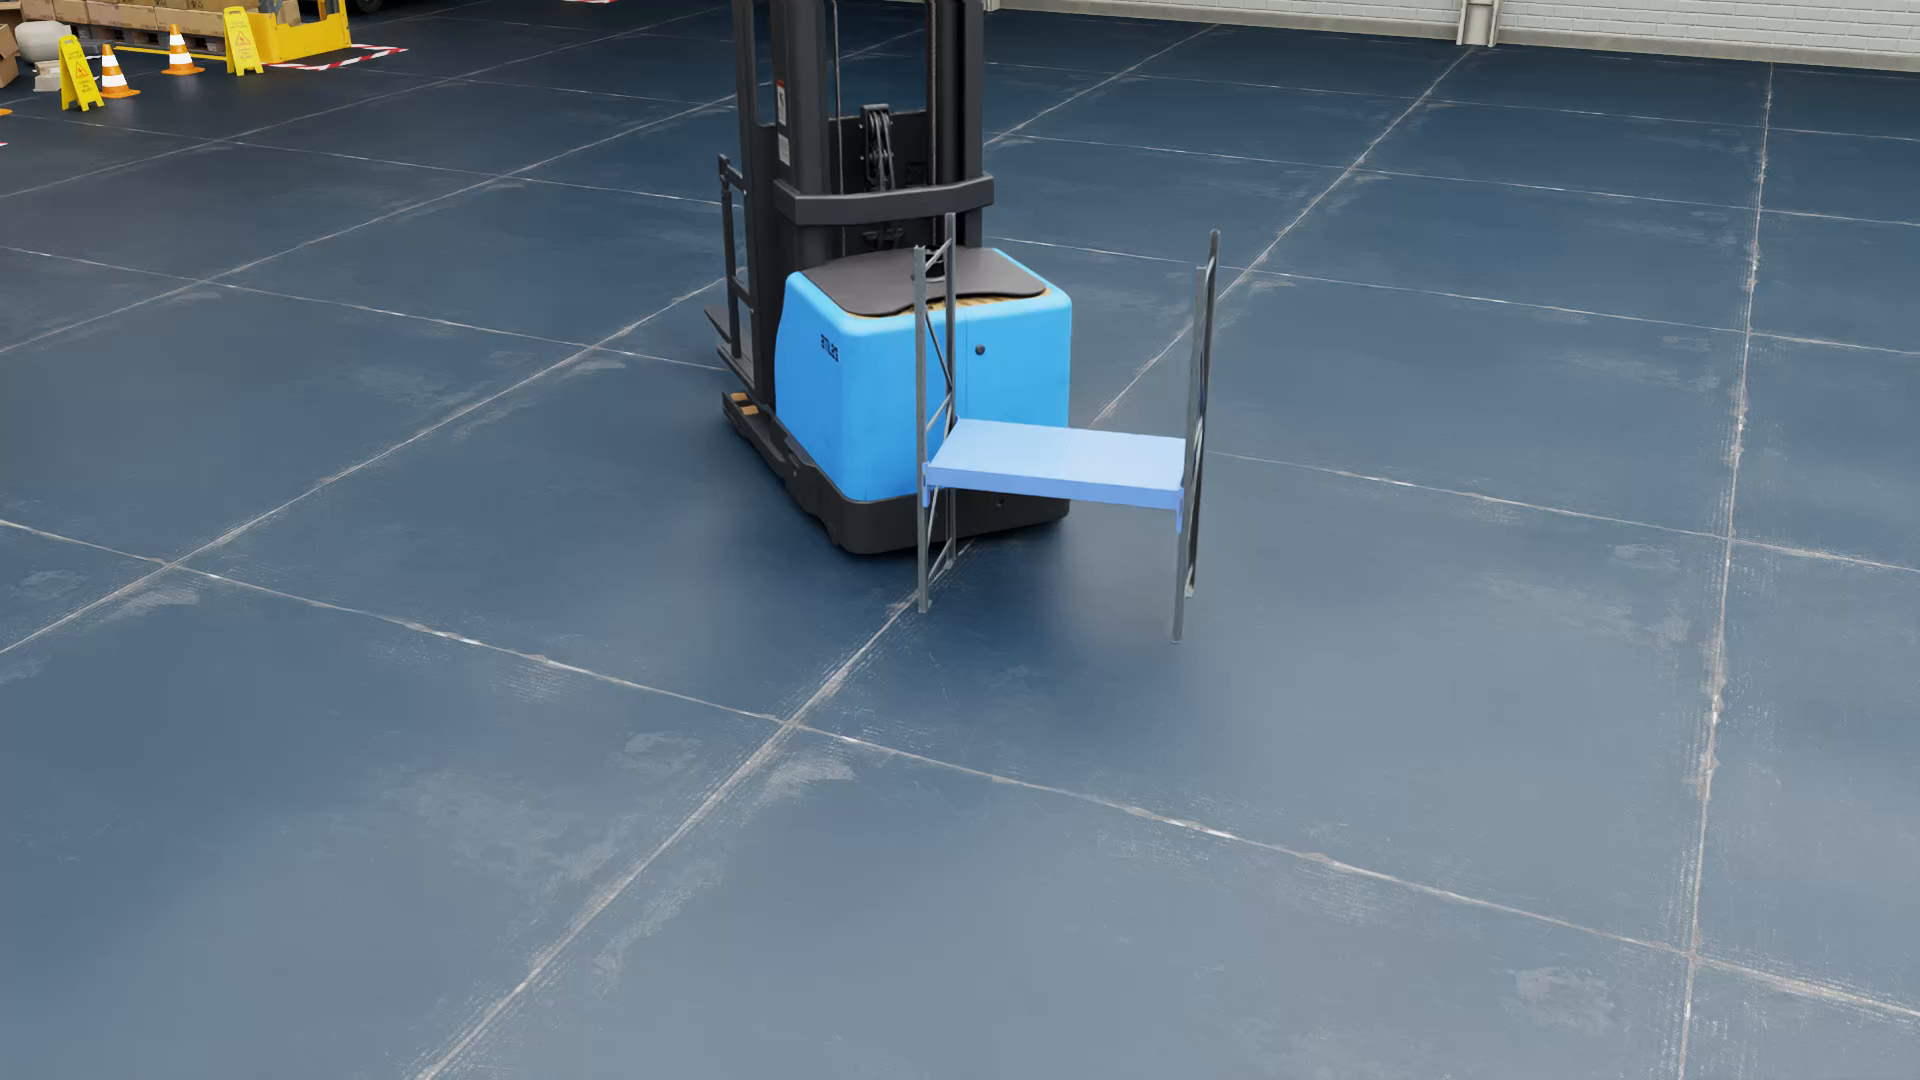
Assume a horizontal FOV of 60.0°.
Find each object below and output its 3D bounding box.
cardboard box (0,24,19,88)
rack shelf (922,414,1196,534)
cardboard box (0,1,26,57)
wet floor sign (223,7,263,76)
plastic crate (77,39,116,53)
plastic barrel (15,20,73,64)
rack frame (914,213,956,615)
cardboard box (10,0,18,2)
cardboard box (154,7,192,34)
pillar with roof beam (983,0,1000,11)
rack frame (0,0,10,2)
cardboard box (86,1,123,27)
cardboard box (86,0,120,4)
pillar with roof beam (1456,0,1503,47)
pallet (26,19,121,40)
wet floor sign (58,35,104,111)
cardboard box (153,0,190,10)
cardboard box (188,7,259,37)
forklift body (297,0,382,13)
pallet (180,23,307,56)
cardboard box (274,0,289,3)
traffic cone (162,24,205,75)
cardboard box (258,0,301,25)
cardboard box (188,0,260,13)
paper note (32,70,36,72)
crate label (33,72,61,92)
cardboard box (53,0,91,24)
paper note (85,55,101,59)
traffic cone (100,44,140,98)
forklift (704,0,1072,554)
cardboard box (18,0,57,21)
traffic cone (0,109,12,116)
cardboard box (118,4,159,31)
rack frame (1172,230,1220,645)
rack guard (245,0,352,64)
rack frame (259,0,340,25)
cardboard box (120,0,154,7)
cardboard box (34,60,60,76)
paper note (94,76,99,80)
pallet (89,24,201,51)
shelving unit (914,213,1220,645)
[{"bbox_3d":[-9.635,-4.741,16.311,0.637,0.503,0.797,-7,27,-14],"label":"cardboard box"},{"bbox_3d":[0.402,-0.269,6.505,1.000,0.185,0.538,6,27,12],"label":"rack shelf"},{"bbox_3d":[-10.217,-5.426,17.702,0.500,0.500,0.500,-12,29,-23],"label":"cardboard box"},{"bbox_3d":[-7.258,-5.037,16.750,0.232,0.644,0.267,23,35,39],"label":"wet floor sign"},{"bbox_3d":[-9.540,-5.363,18.052,0.583,0.080,0.402,2,26,4],"label":"plastic crate"},{"bbox_3d":[-9.495,-5.171,17.274,0.512,0.421,0.421,-12,29,-23],"label":"plastic barrel"},{"bbox_3d":[-0.092,-0.483,6.534,0.032,1.500,0.500,6,27,12],"label":"rack frame"},{"bbox_3d":[-11.108,-6.394,19.341,0.625,0.372,0.950,12,29,22],"label":"cardboard box"},{"bbox_3d":[-8.304,-5.651,17.969,0.500,0.250,0.500,11,28,22],"label":"cardboard box"},{"bbox_3d":[-1.518,-8.908,15.155,0.400,9.000,9.100,11,28,22],"label":"pillar with roof beam"},{"bbox_3d":[-10.629,-7.290,18.660,0.127,3.000,1.000,11,28,22],"label":"rack frame"},{"bbox_3d":[-9.229,-5.839,18.351,0.500,0.250,0.500,11,28,21],"label":"cardboard box"},{"bbox_3d":[-9.241,-6.176,18.186,0.500,0.500,0.500,13,29,24],"label":"cardboard box"},{"bbox_3d":[3.944,-7.811,12.927,0.400,9.000,9.100,11,28,22],"label":"pillar with roof beam"},{"bbox_3d":[-10.003,-5.930,19.055,1.213,0.211,1.003,11,28,22],"label":"pallet"},{"bbox_3d":[-8.099,-4.284,15.221,0.232,0.644,0.267,6,27,13],"label":"wet floor sign"},{"bbox_3d":[-8.302,-5.985,17.799,0.500,0.500,0.500,12,29,24],"label":"cardboard box"},{"bbox_3d":[-7.857,-5.557,17.779,0.500,0.250,0.500,11,28,22],"label":"cardboard box"},{"bbox_3d":[-7.418,-7.787,20.632,1.214,2.155,2.313,11,28,22],"label":"forklift body"},{"bbox_3d":[-7.782,-5.484,18.149,1.213,0.211,1.003,11,28,22],"label":"pallet"},{"bbox_3d":[-7.630,-6.112,18.057,0.500,0.500,0.500,10,28,20],"label":"cardboard box"},{"bbox_3d":[-7.913,-4.980,16.841,0.334,0.463,0.336,11,28,22],"label":"traffic cone"},{"bbox_3d":[-7.608,-5.772,18.215,0.500,0.250,0.500,11,28,21],"label":"cardboard box"},{"bbox_3d":[-7.825,-5.891,17.608,0.500,0.500,0.500,12,28,22],"label":"cardboard box"},{"bbox_3d":[-9.384,-4.809,16.996,0.142,0.019,0.148,23,35,39],"label":"paper note"},{"bbox_3d":[-8.805,-4.444,16.122,0.298,0.136,0.250,-2,26,-5],"label":"crate label"},{"bbox_3d":[-9.713,-5.935,18.546,0.500,0.250,0.500,13,29,25],"label":"cardboard box"},{"bbox_3d":[-9.197,-5.119,17.613,0.148,0.019,0.142,2,26,4],"label":"paper note"},{"bbox_3d":[-8.063,-4.472,15.808,0.334,0.463,0.336,11,28,22],"label":"traffic cone"},{"bbox_3d":[-0.555,-1.881,7.753,1.130,2.935,3.031,-11,28,-20],"label":"forklift"},{"bbox_3d":[-10.204,-6.028,18.735,0.500,0.250,0.500,10,28,19],"label":"cardboard box"},{"bbox_3d":[-8.841,-4.079,15.012,0.334,0.463,0.336,11,28,22],"label":"traffic cone"},{"bbox_3d":[-8.782,-5.744,18.158,0.500,0.250,0.500,10,28,20],"label":"cardboard box"},{"bbox_3d":[0.895,-0.377,6.317,0.032,1.500,0.500,6,27,12],"label":"rack frame"},{"bbox_3d":[-7.057,-5.451,17.755,0.348,0.500,1.175,11,28,22],"label":"rack guard"},{"bbox_3d":[-6.988,-6.558,17.175,0.127,3.000,1.000,11,28,22],"label":"rack frame"},{"bbox_3d":[-8.758,-6.080,17.992,0.500,0.500,0.500,11,28,21],"label":"cardboard box"},{"bbox_3d":[-9.017,-4.707,16.641,0.380,0.149,0.250,-18,31,-31],"label":"cardboard box"},{"bbox_3d":[-8.673,-4.599,16.556,0.142,0.019,0.148,2,26,4],"label":"paper note"},{"bbox_3d":[-8.889,-5.708,18.604,1.213,0.211,1.003,11,28,22],"label":"pallet"},{"bbox_3d":[0.402,-0.430,6.426,1.048,1.500,0.538,6,27,12],"label":"shelving unit"}]
